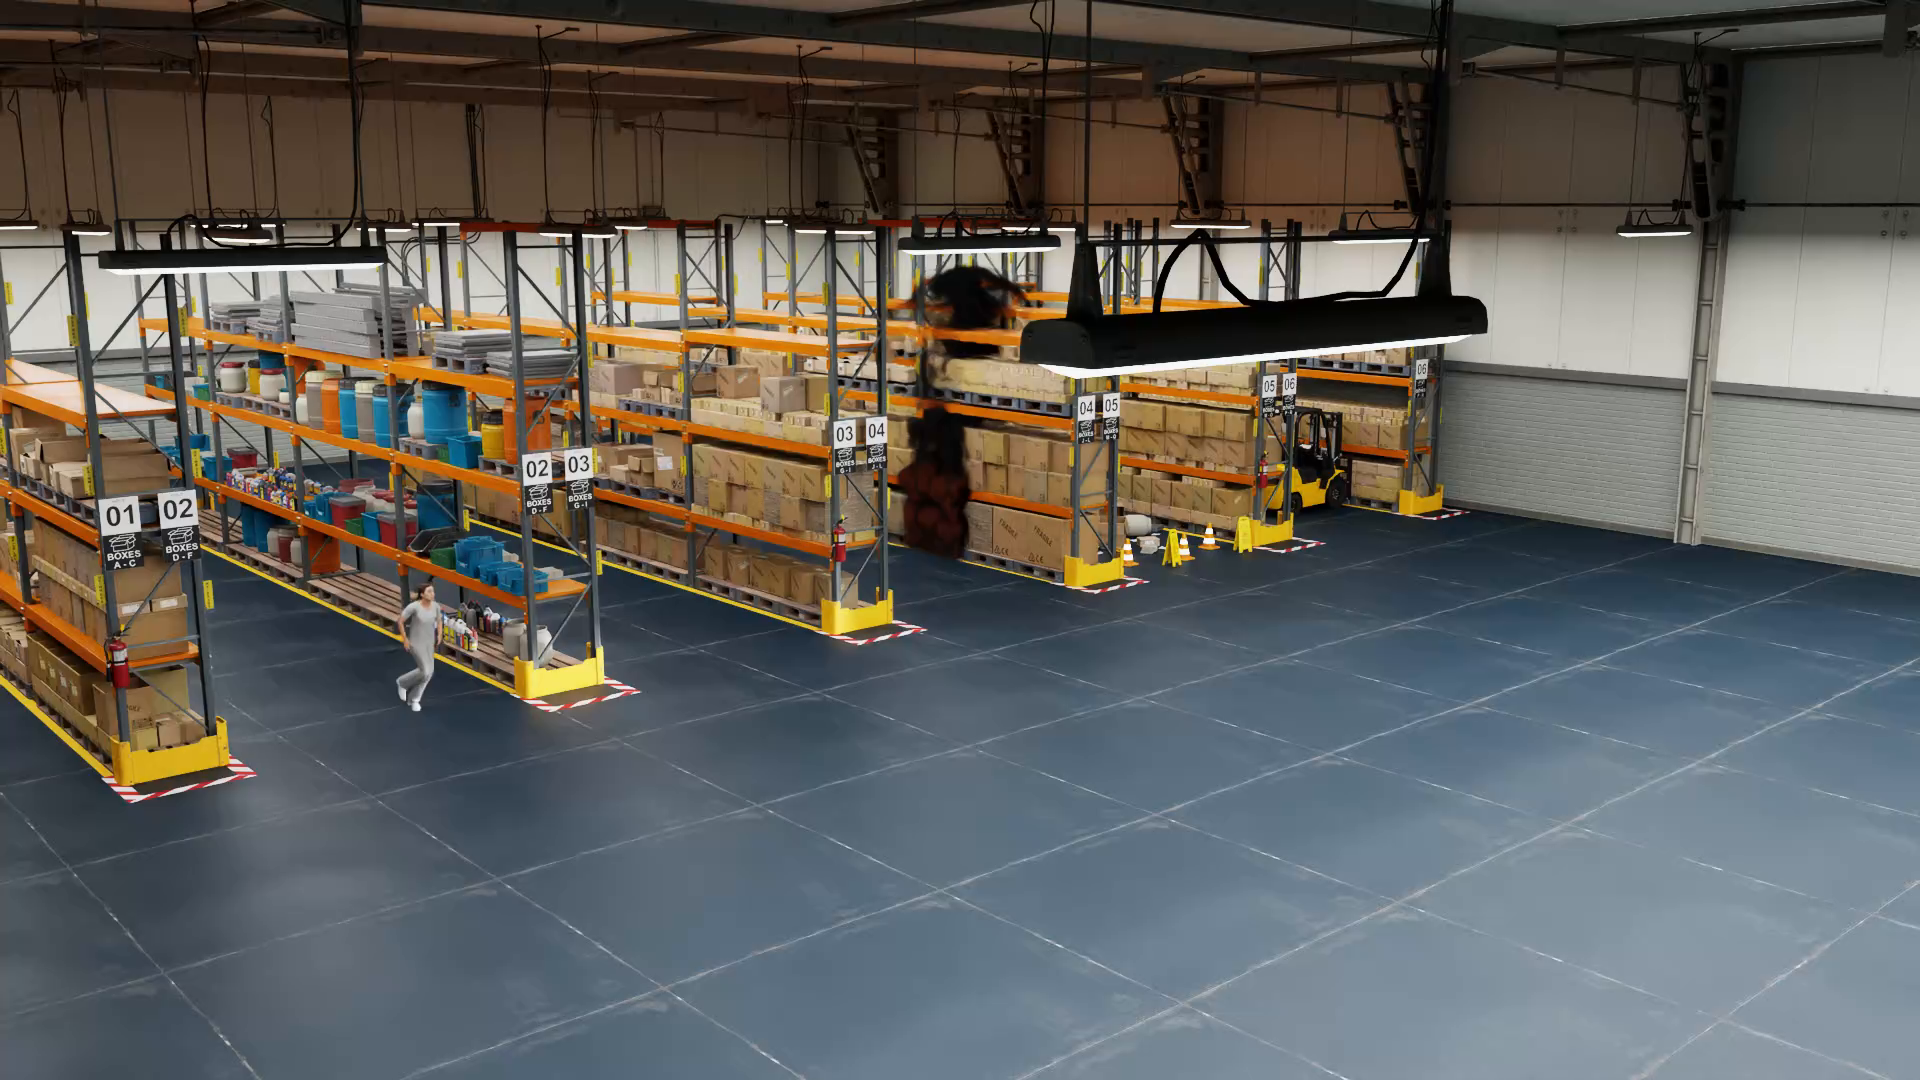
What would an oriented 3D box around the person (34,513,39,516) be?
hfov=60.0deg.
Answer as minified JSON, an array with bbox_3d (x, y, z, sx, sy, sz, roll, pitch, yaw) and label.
[{"bbox_3d":[-16.559,-0.429,30.057,0.666,1.552,0.541,11,16,42],"label":"person"}]

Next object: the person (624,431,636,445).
[{"bbox_3d":[-8.191,-2.802,41.298,0.669,1.737,0.589,11,16,42],"label":"person"}]

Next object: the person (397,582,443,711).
[{"bbox_3d":[-6.874,1.330,21.271,0.560,1.621,0.555,7,13,31],"label":"person"}]
